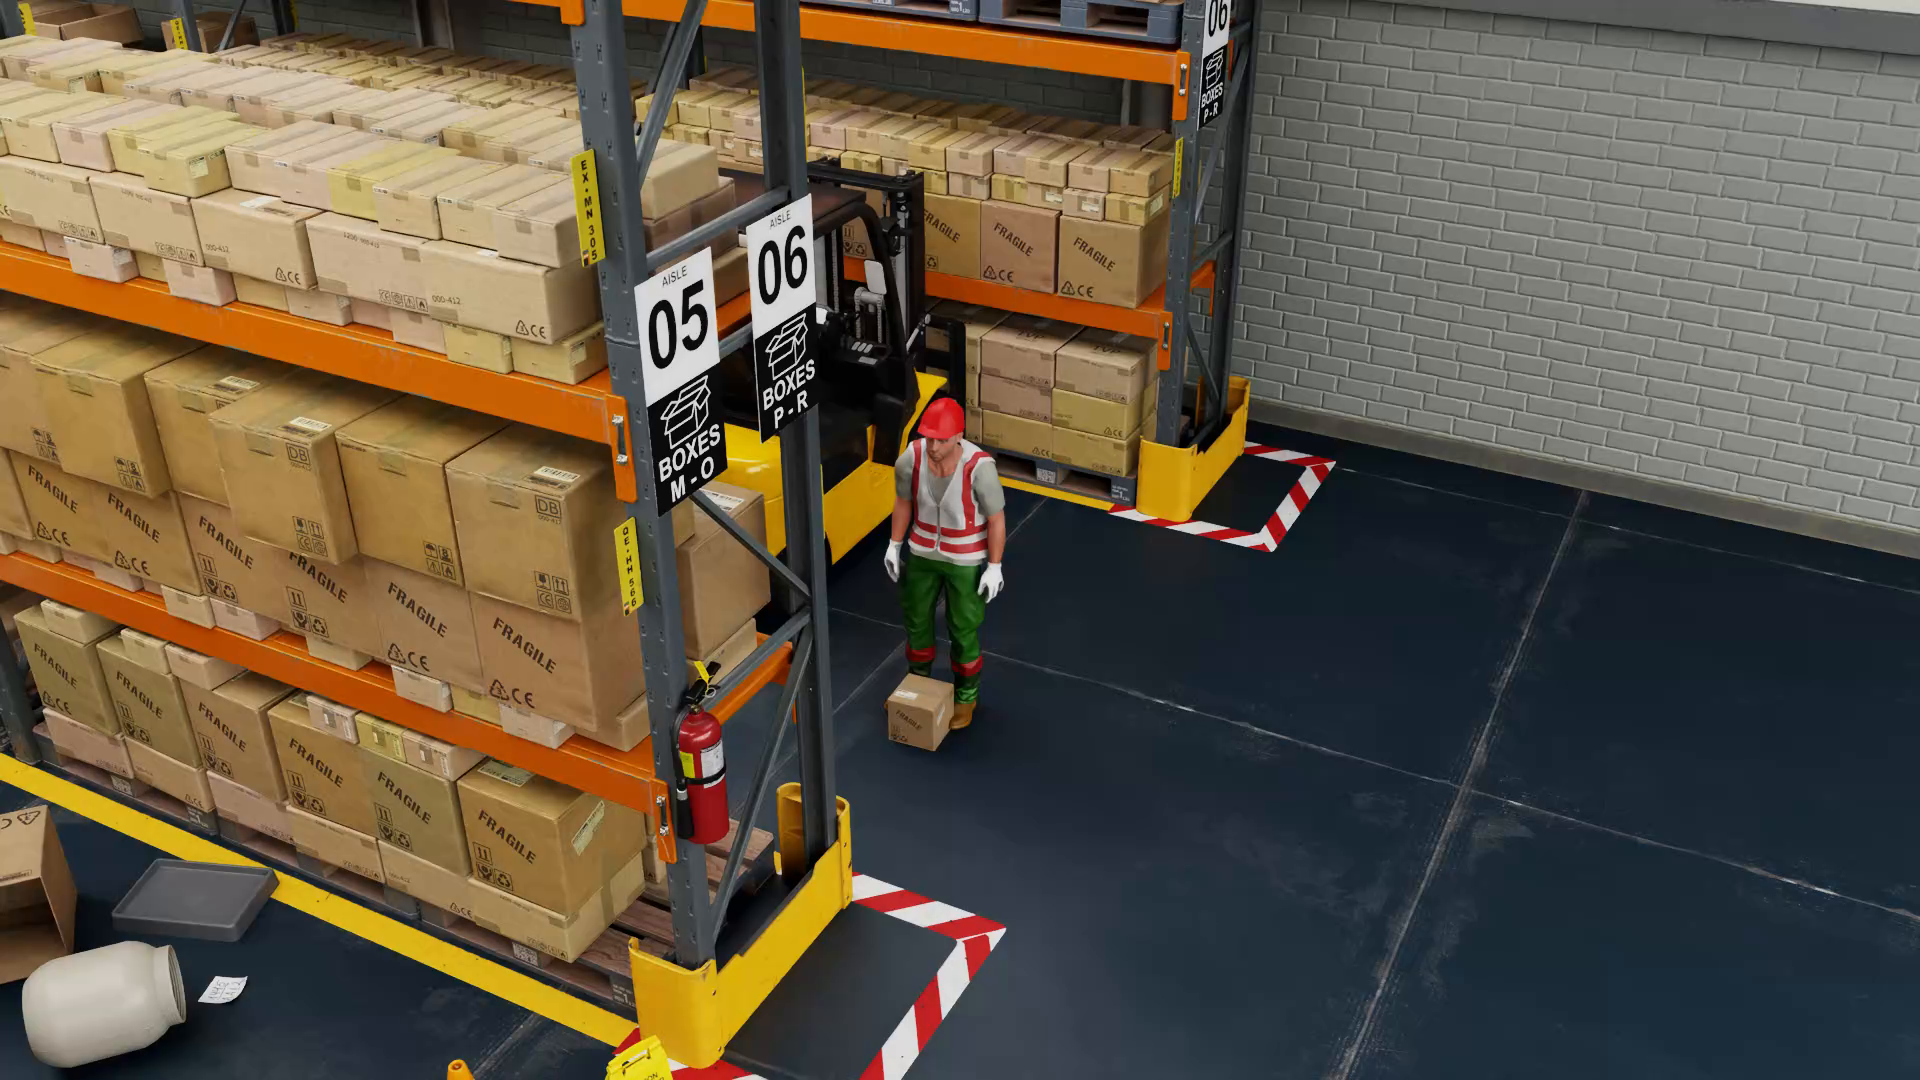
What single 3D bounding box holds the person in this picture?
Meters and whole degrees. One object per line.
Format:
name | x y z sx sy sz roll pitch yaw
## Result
person | -0.075 0.101 8.103 0.620 1.780 0.448 12 32 21
